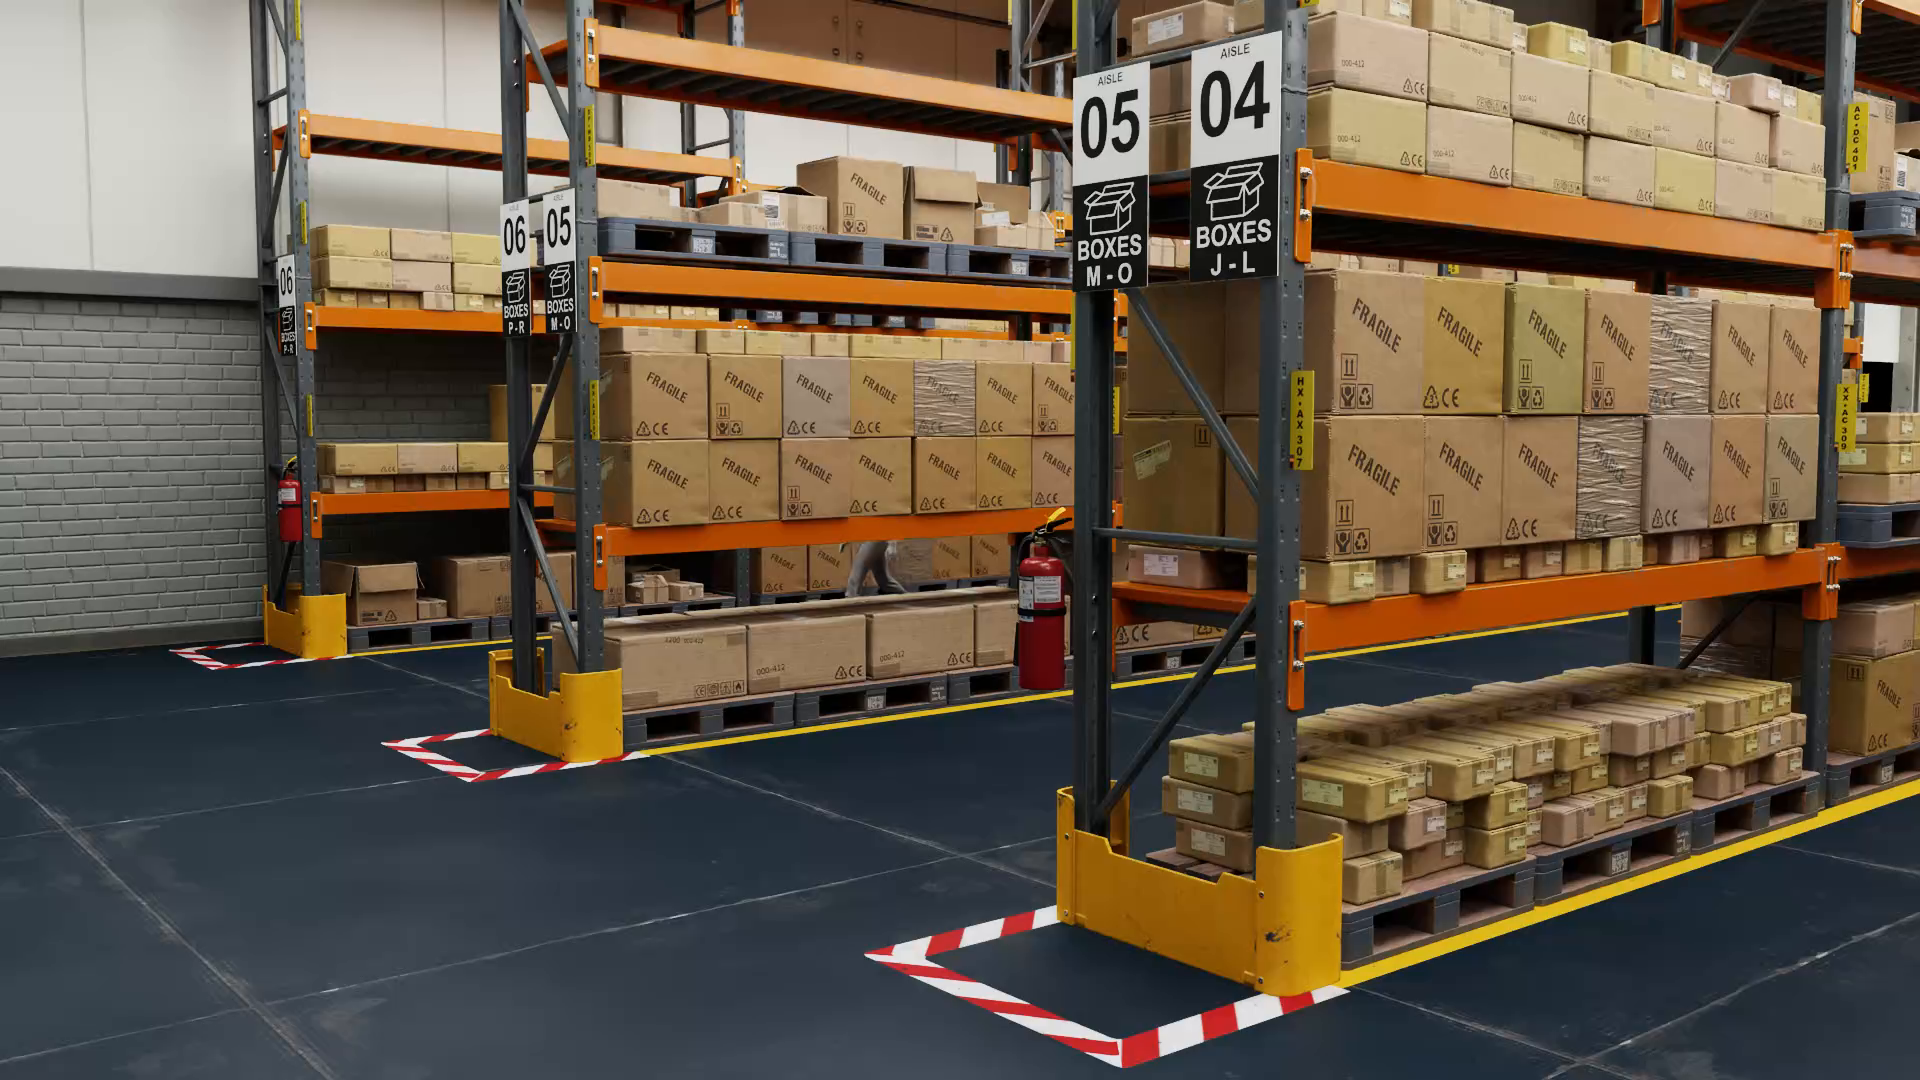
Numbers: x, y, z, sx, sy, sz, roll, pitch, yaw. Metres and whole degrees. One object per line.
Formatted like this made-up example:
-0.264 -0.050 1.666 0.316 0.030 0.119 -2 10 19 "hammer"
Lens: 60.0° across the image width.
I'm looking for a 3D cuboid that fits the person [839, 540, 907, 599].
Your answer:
-0.809 -0.015 14.690 0.995 1.636 0.511 -2 5 -24 "person"
